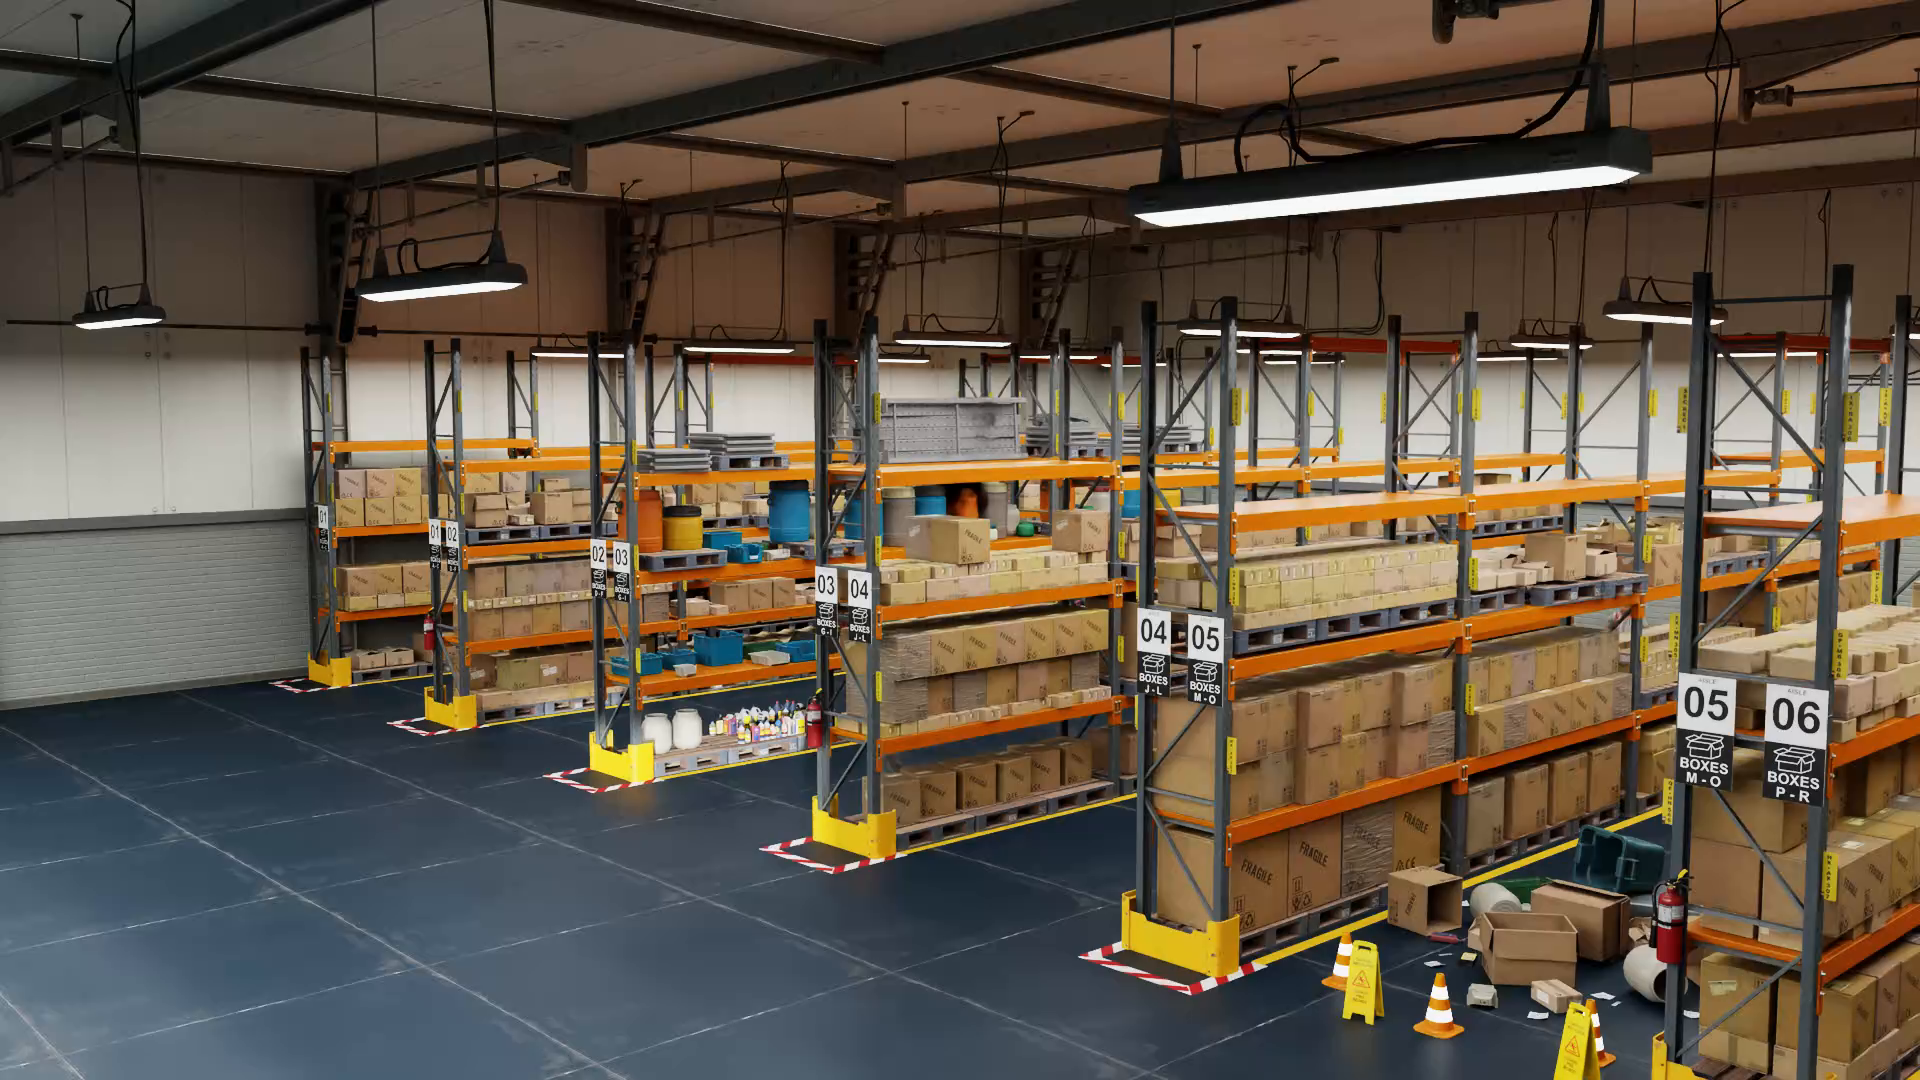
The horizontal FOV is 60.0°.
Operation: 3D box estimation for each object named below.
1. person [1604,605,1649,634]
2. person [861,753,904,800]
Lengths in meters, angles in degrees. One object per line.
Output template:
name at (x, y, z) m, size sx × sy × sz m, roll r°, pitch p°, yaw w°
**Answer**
person at (11.361, 1.824, 28.201) m, size 0.881 × 1.693 × 0.667 m, roll 3°, pitch 6°, yaw 32°
person at (-0.982, 2.432, 21.356) m, size 0.583 × 1.697 × 0.894 m, roll 4°, pitch 7°, yaw 42°
